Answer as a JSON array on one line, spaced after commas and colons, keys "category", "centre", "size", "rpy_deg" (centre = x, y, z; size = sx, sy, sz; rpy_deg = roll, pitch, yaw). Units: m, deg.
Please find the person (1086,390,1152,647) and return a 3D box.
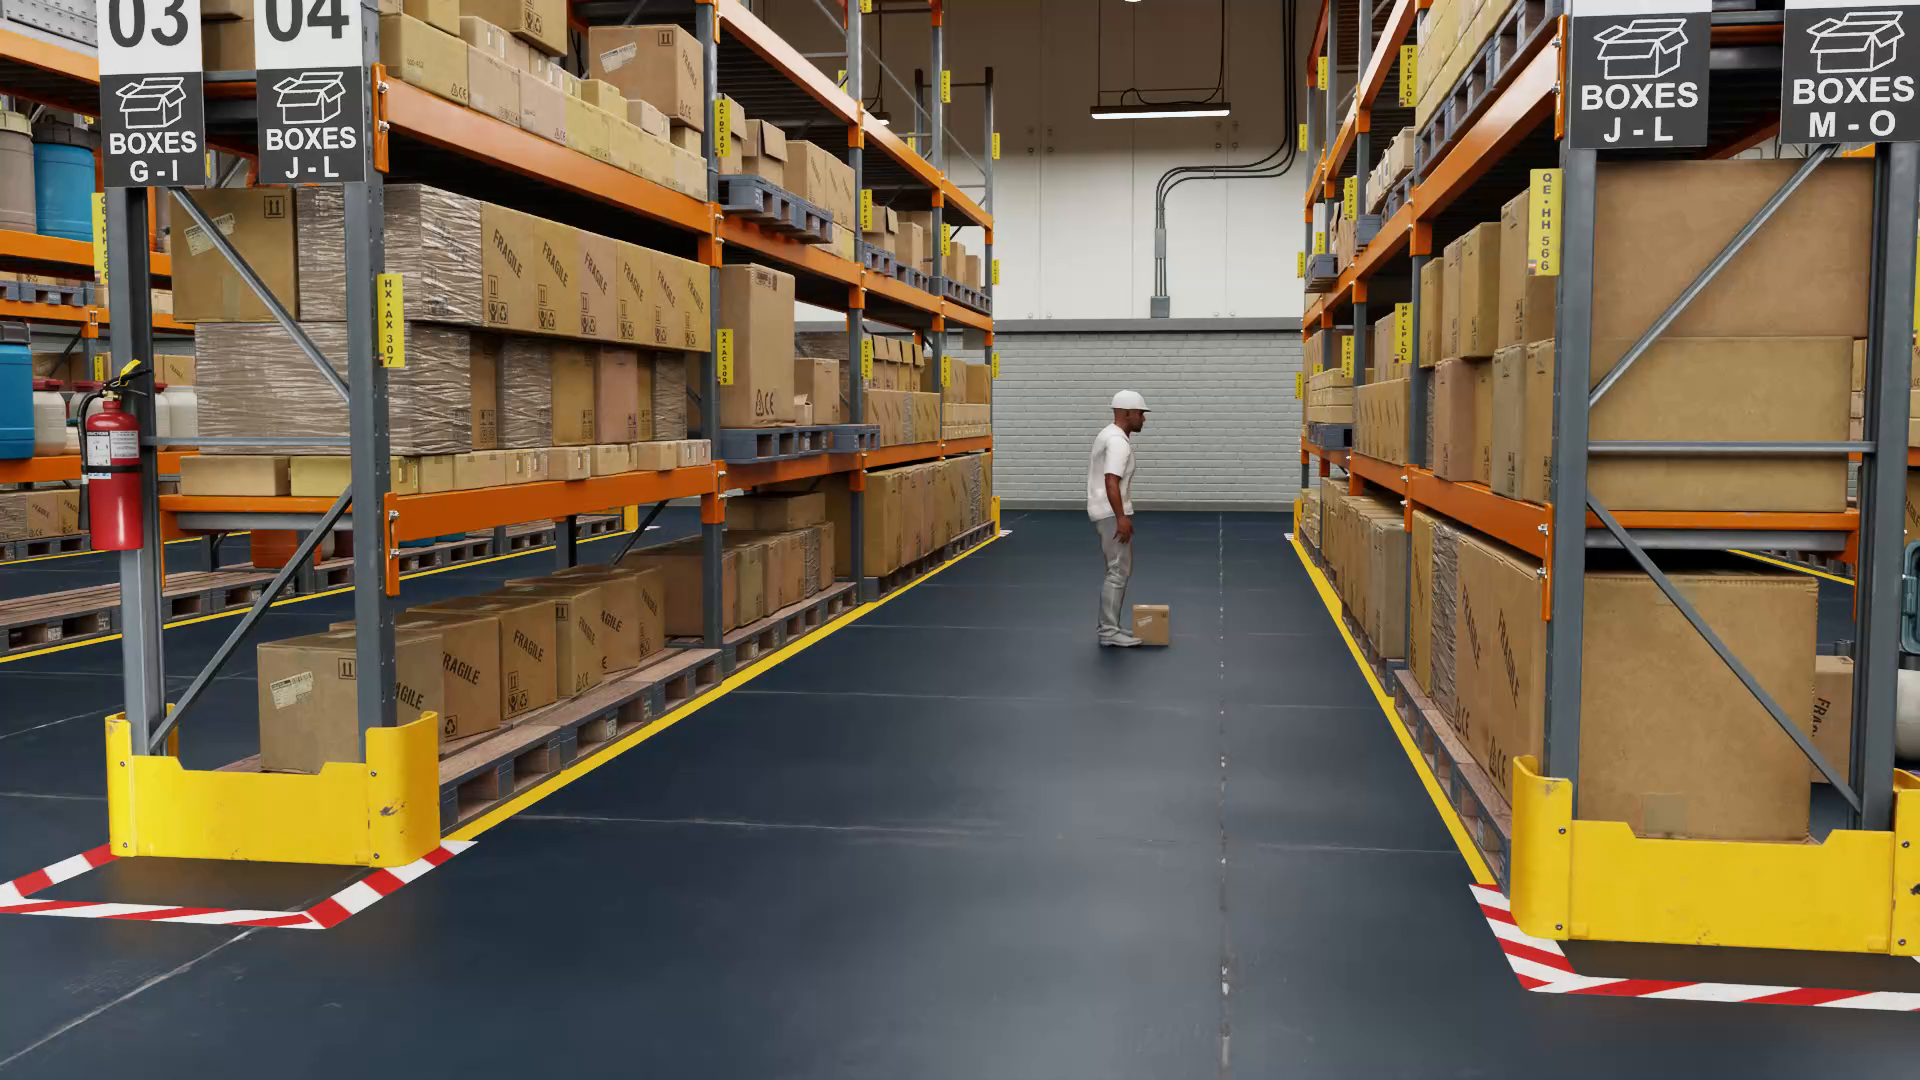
[{"category": "person", "centre": [1.110, -0.161, 11.601], "size": [0.452, 1.761, 0.635], "rpy_deg": [0, 4, 6]}]
